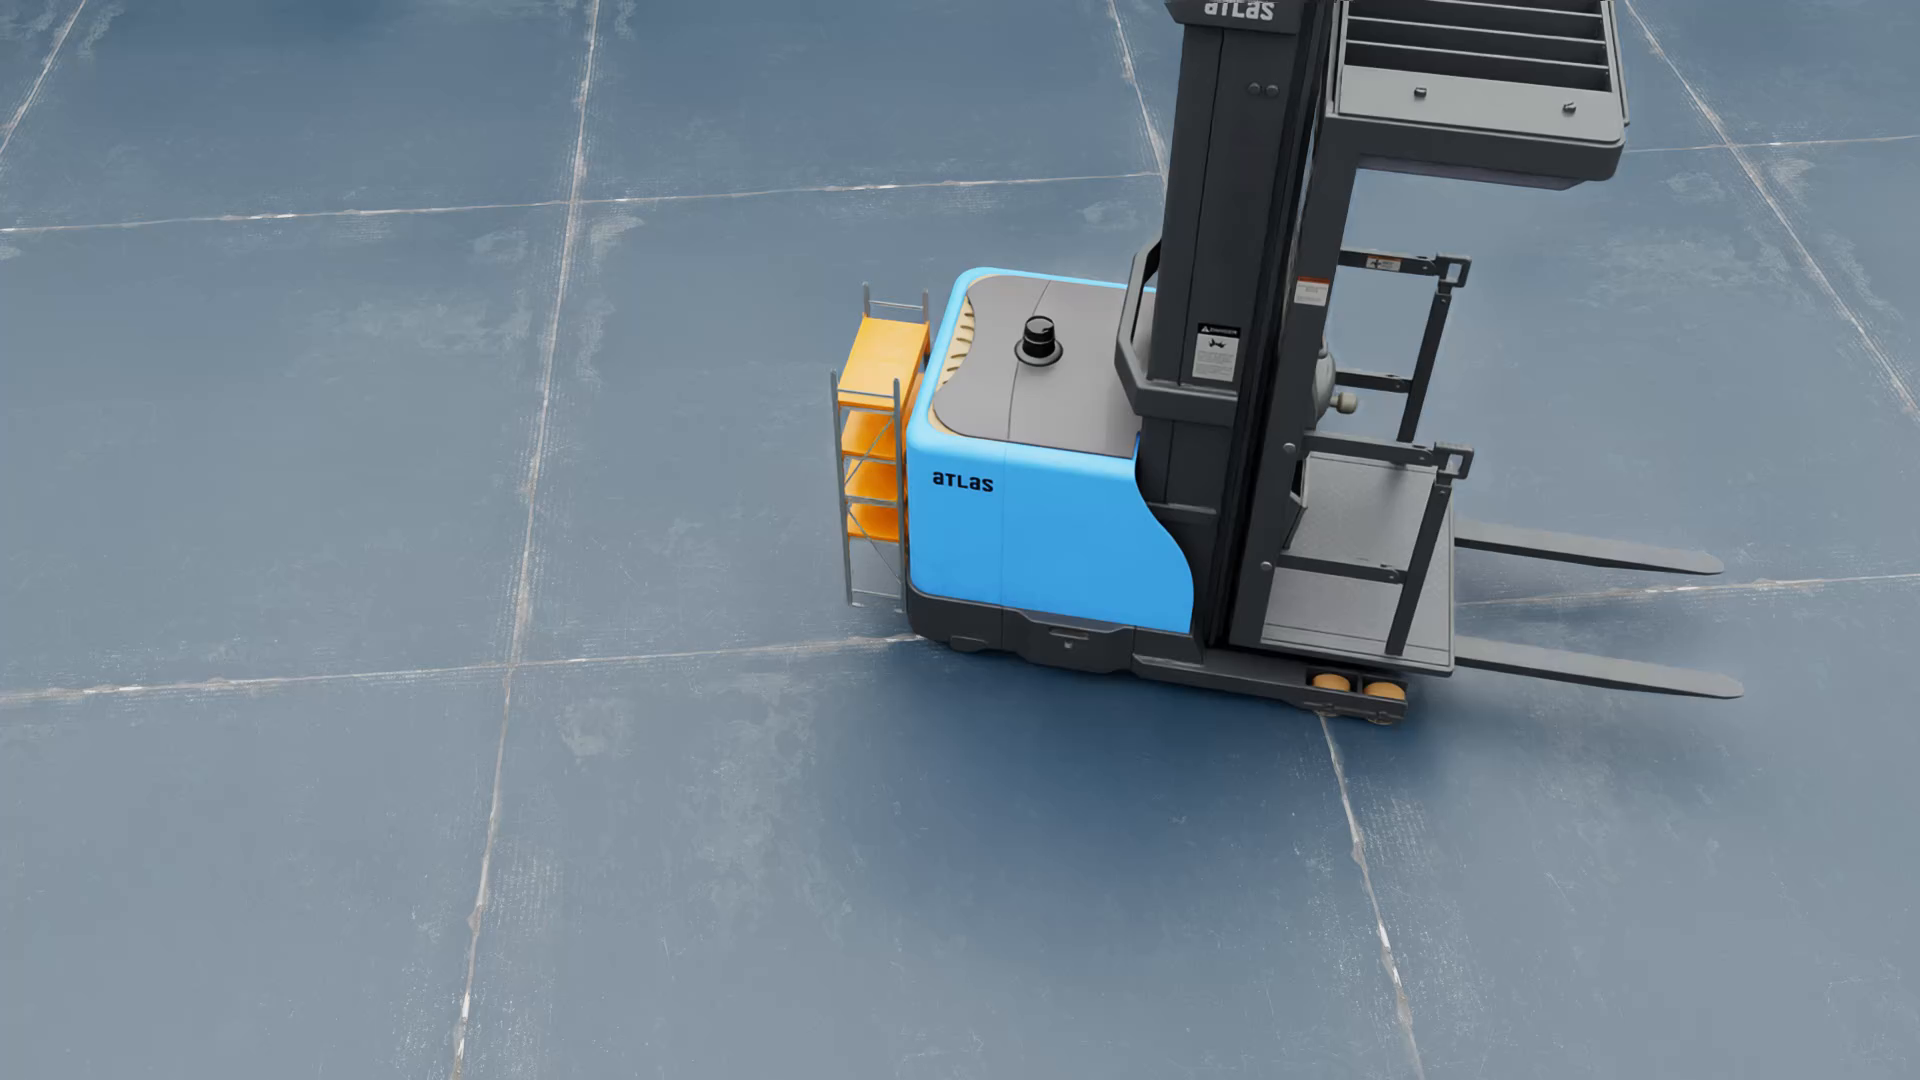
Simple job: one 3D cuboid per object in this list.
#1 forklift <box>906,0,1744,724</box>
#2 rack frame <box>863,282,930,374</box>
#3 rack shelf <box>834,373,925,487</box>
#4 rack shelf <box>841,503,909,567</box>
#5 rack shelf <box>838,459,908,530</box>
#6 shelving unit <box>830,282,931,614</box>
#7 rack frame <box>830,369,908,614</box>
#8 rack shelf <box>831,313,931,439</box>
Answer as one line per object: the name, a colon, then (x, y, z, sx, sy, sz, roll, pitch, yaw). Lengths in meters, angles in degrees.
forklift: (1.371, -0.754, 5.445, 3.031, 2.935, 1.130, 8, 47, 8)
rack frame: (-0.231, -0.493, 6.391, 0.240, 1.200, 0.015, 8, 47, 7)
rack shelf: (-0.277, -0.427, 6.112, 0.258, 0.148, 0.480, 8, 47, 7)
rack shelf: (-0.277, -0.136, 6.419, 0.258, 0.148, 0.480, 8, 47, 7)
rack shelf: (-0.277, -0.273, 6.275, 0.258, 0.148, 0.480, 8, 47, 7)
shelving unit: (-0.277, -0.319, 6.226, 0.258, 1.200, 0.503, 8, 47, 7)
rack frame: (-0.323, -0.145, 6.061, 0.240, 1.200, 0.015, 8, 47, 7)
rack shelf: (-0.277, -0.589, 5.941, 0.258, 0.148, 0.480, 8, 47, 7)
